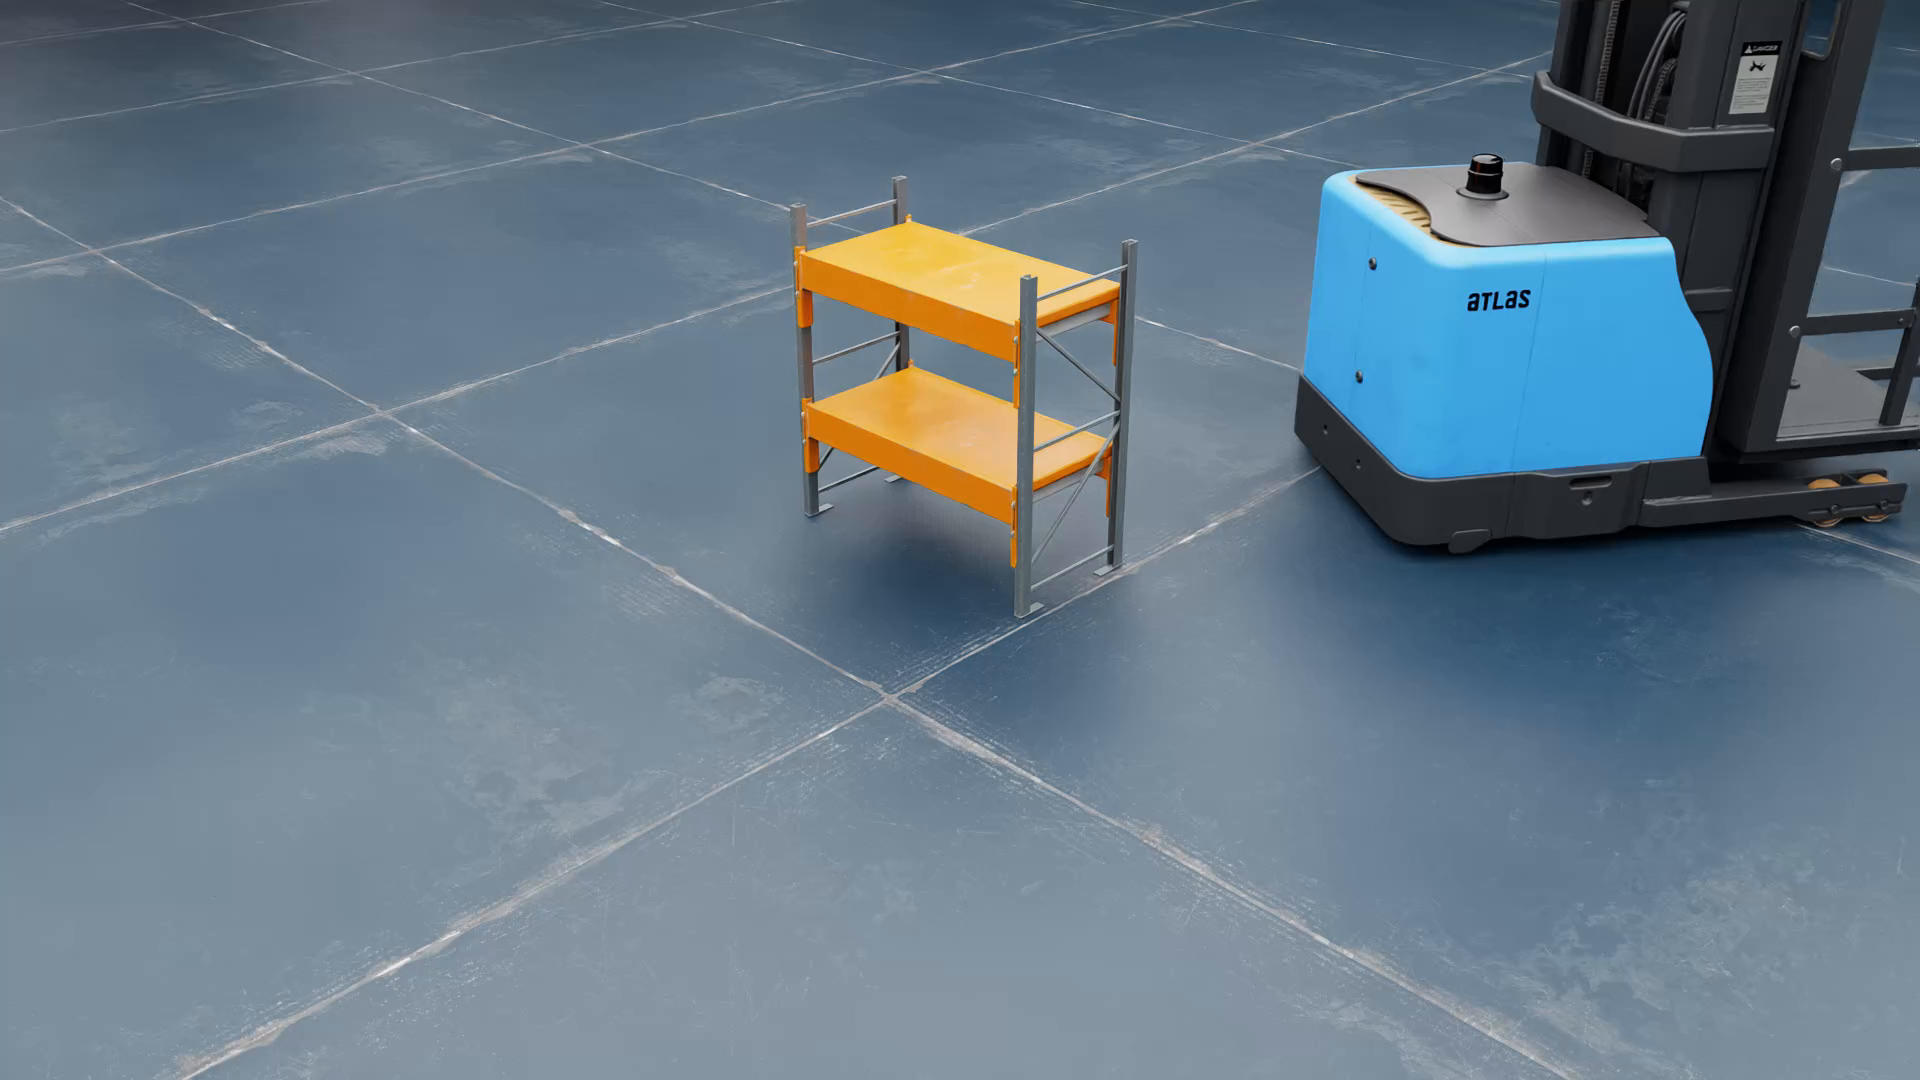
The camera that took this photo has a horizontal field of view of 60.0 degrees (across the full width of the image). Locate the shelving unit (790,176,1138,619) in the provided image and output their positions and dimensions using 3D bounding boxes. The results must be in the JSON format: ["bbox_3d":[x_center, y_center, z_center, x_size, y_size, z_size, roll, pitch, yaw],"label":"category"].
[{"bbox_3d":[-0.005,-0.500,5.492,1.048,1.125,0.538,25,36,38],"label":"shelving unit"}]

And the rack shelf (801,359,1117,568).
[{"bbox_3d":[-0.005,-0.284,5.606,1.000,0.278,0.538,25,36,38],"label":"rack shelf"}]

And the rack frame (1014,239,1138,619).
[{"bbox_3d":[0.358,-0.334,5.177,0.032,1.125,0.500,25,36,38],"label":"rack frame"}]

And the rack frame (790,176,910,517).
[{"bbox_3d":[-0.367,-0.666,5.808,0.032,1.125,0.500,25,36,38],"label":"rack frame"}]

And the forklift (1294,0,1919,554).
[{"bbox_3d":[2.850,-1.579,5.604,3.031,2.935,1.130,-5,28,-10],"label":"forklift"}]

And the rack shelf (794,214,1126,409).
[{"bbox_3d":[-0.005,-0.759,5.356,1.000,0.278,0.538,25,36,38],"label":"rack shelf"}]
